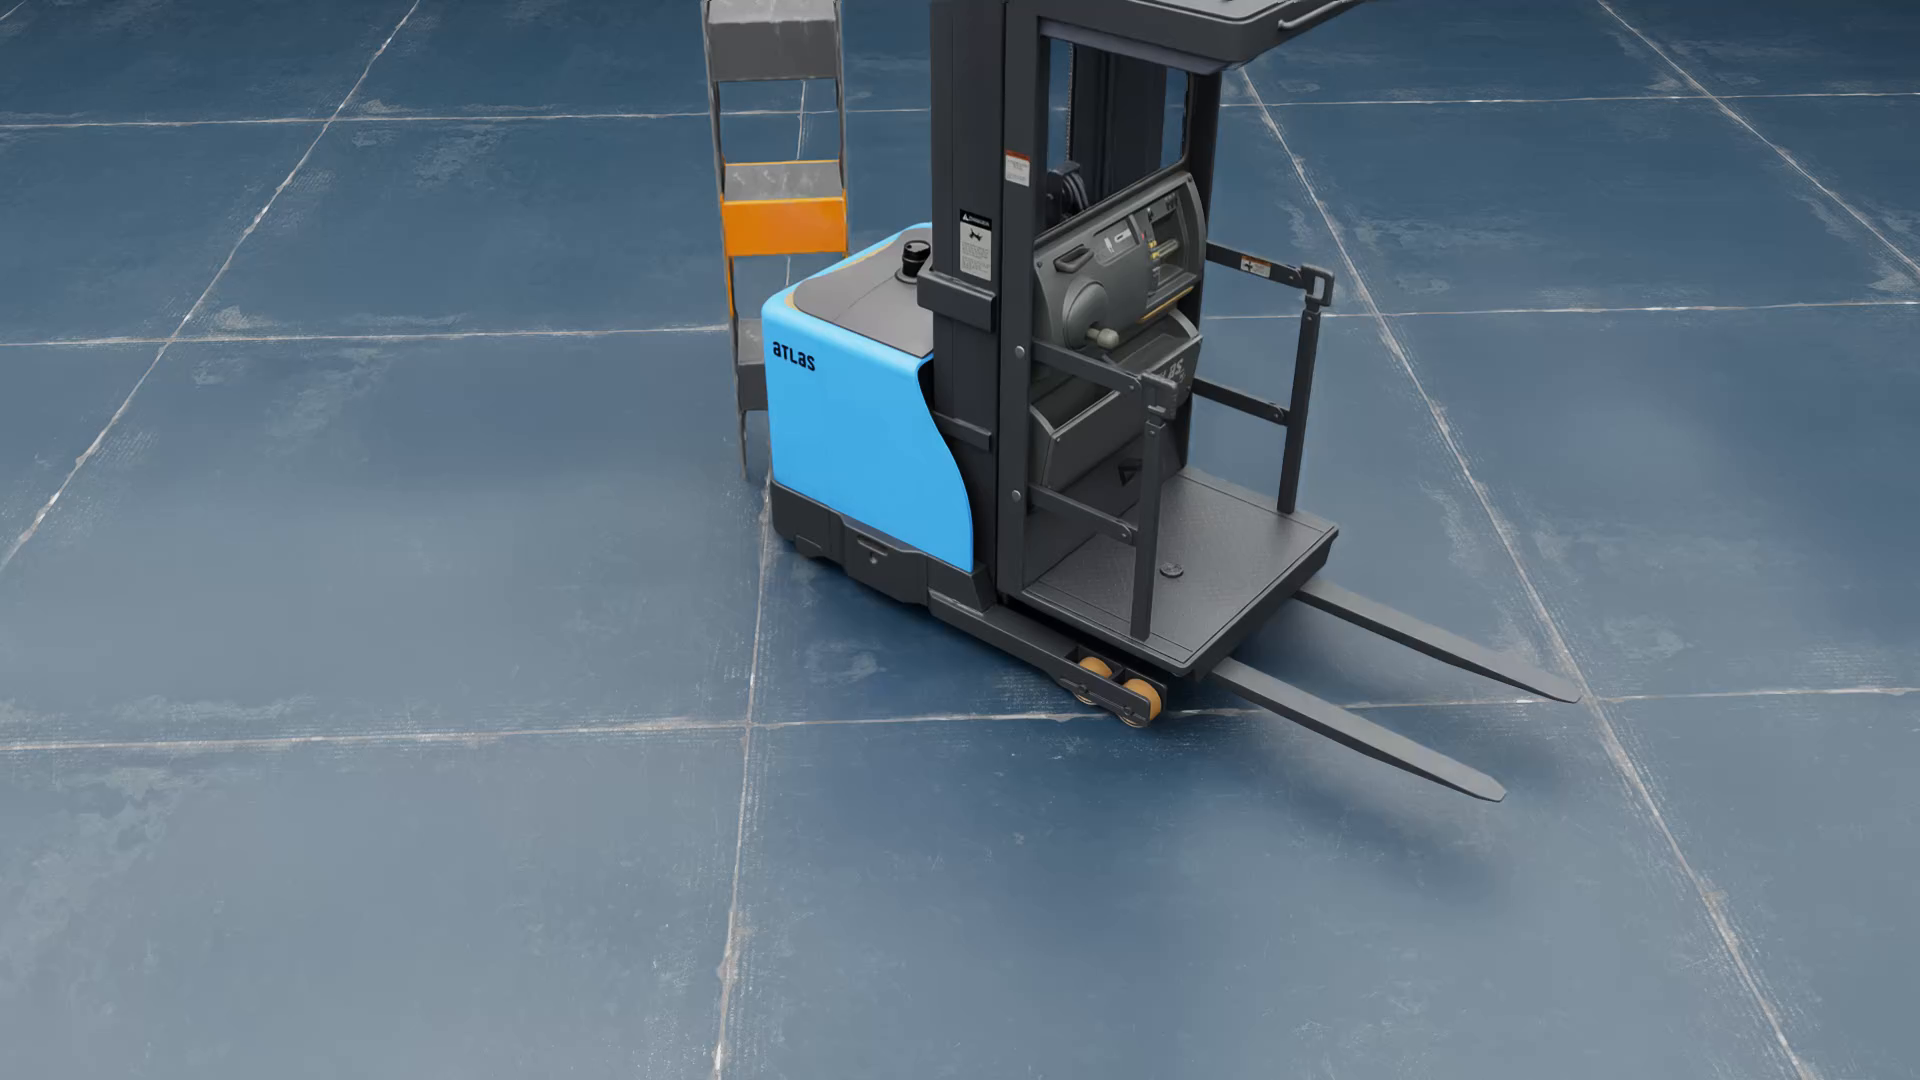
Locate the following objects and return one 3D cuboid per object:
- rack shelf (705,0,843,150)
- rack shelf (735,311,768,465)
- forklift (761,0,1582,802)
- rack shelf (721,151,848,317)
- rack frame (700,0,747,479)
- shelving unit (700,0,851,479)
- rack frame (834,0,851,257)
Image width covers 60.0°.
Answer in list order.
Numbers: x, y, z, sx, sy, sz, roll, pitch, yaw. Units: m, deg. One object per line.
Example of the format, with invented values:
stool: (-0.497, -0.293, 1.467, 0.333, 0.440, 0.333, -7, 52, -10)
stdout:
rack shelf: (-0.702, -1.815, 6.322, 0.480, 0.518, 0.431, -3, 35, -5)
rack shelf: (-0.702, -0.664, 7.118, 0.480, 0.518, 0.431, -3, 35, -5)
forklift: (0.712, -0.894, 5.466, 3.031, 2.935, 1.130, 25, 42, 31)
rack shelf: (-0.702, -1.240, 6.720, 0.480, 0.518, 0.431, -3, 35, -5)
rack frame: (-0.945, -1.237, 6.692, 0.015, 2.100, 0.400, -3, 35, -5)
shelving unit: (-0.702, -1.251, 6.712, 0.503, 2.100, 0.431, -3, 35, -5)
rack frame: (-0.459, -1.265, 6.732, 0.015, 2.100, 0.400, -3, 35, -5)
